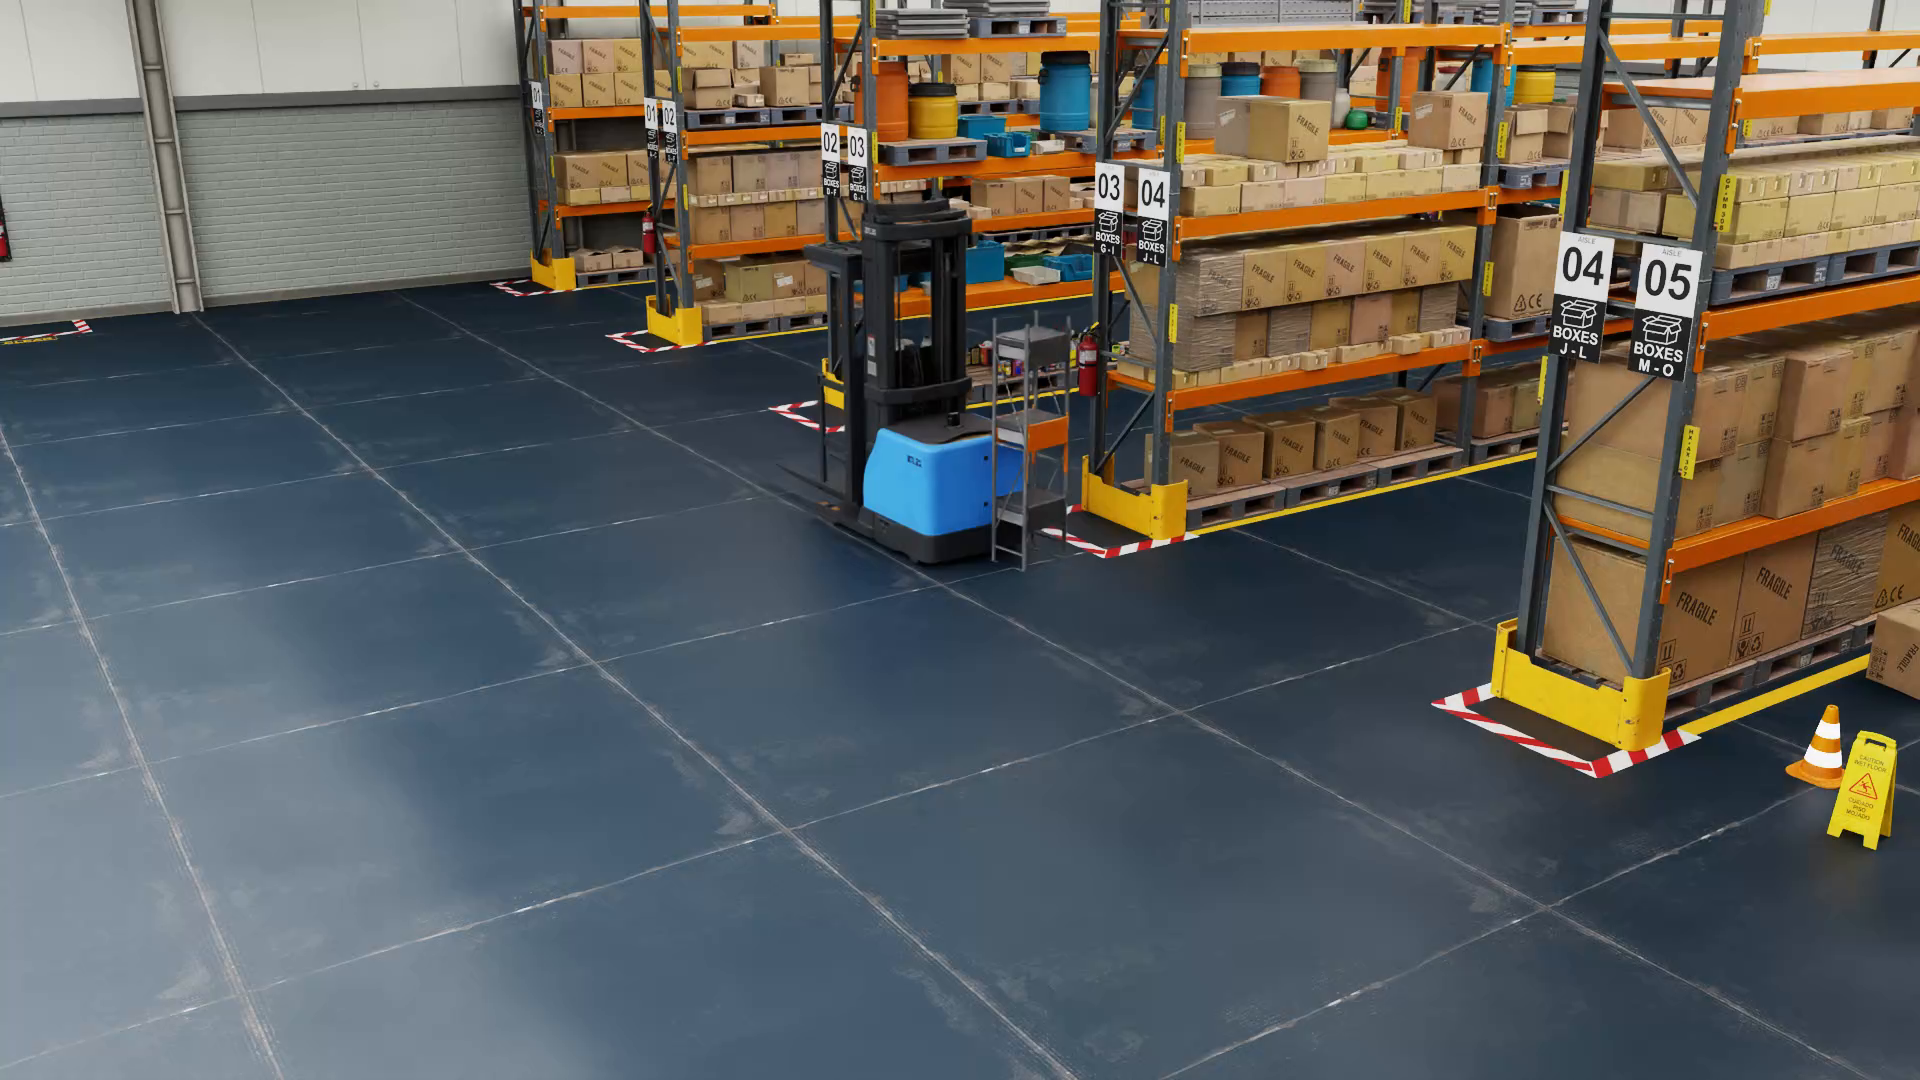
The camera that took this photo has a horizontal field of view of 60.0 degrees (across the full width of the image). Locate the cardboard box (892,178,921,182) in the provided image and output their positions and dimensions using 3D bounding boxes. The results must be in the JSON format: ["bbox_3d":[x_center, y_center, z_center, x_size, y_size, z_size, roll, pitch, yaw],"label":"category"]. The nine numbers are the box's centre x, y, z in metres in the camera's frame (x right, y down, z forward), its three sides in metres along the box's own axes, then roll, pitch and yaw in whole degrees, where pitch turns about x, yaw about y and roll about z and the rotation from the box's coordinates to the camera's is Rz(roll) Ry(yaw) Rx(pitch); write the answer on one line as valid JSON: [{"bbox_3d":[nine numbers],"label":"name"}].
[{"bbox_3d":[-0.956,-5.521,24.209,0.500,0.500,0.700,-12,22,-31],"label":"cardboard box"}]

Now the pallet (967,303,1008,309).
[{"bbox_3d":[0.005,-3.758,25.531,1.213,0.211,1.003,-12,22,-31],"label":"pallet"}]

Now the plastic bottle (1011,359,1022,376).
[{"bbox_3d":[0.677,-2.101,19.831,0.133,0.283,0.061,-11,22,-31],"label":"plastic bottle"}]

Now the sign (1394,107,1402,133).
[{"bbox_3d":[5.782,-5.543,21.937,0.005,0.325,0.100,-12,22,-31],"label":"sign"}]

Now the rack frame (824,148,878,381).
[{"bbox_3d":[-1.208,-2.909,18.664,0.127,3.000,1.000,-12,22,-31],"label":"rack frame"}]

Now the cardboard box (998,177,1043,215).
[{"bbox_3d":[0.920,-5.298,25.576,0.500,0.500,0.500,-12,22,-31],"label":"cardboard box"}]

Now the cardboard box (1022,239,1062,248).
[{"bbox_3d":[1.292,-4.608,26.452,0.500,0.311,0.500,-13,22,-33],"label":"cardboard box"}]

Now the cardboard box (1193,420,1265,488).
[{"bbox_3d":[2.527,-0.818,15.729,0.500,0.500,0.500,-6,20,-17],"label":"cardboard box"}]

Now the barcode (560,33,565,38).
[{"bbox_3d":[-6.339,-8.043,26.516,0.075,0.075,0.001,-12,22,-31],"label":"barcode"}]

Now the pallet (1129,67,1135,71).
[{"bbox_3d":[4.054,-9.192,32.707,1.213,0.211,1.003,-12,22,-31],"label":"pallet"}]

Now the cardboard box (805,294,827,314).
[{"bbox_3d":[-2.105,-3.429,23.842,0.500,0.250,0.500,-12,22,-31],"label":"cardboard box"}]

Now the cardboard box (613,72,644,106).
[{"bbox_3d":[-5.340,-7.206,26.505,0.500,0.500,0.500,-11,21,-29],"label":"cardboard box"}]

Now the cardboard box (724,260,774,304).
[{"bbox_3d":[-2.943,-3.609,23.204,0.500,0.500,0.500,-12,22,-31],"label":"cardboard box"}]

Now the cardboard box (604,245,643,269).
[{"bbox_3d":[-5.553,-4.691,27.449,0.500,0.311,0.500,-10,21,-27],"label":"cardboard box"}]

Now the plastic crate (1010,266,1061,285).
[{"bbox_3d":[0.916,-3.134,19.744,0.437,0.136,0.530,-12,22,-31],"label":"plastic crate"}]

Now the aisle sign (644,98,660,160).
[{"bbox_3d":[-4.146,-5.533,22.367,0.004,0.787,0.394,-12,22,-31],"label":"aisle sign"}]

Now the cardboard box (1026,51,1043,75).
[{"bbox_3d":[1.281,-8.946,30.998,0.500,0.500,0.700,-11,21,-29],"label":"cardboard box"}]

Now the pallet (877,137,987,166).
[{"bbox_3d":[-0.463,-4.360,18.568,1.213,0.211,1.003,-12,22,-31],"label":"pallet"}]

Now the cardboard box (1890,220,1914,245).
[{"bbox_3d":[6.098,-2.073,11.091,0.250,0.149,0.380,-12,22,-32],"label":"cardboard box"}]

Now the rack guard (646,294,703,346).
[{"bbox_3d":[-3.949,-3.046,22.973,0.348,0.500,1.175,-12,22,-31],"label":"rack guard"}]

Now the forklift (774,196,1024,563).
[{"bbox_3d":[-0.687,-1.604,14.912,1.130,2.935,3.031,-12,22,-33],"label":"forklift"}]

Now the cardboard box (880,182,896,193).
[{"bbox_3d":[-1.123,-5.098,23.973,0.250,0.149,0.380,-13,22,-33],"label":"cardboard box"}]

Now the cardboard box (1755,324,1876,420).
[{"bbox_3d":[5.813,-1.189,11.657,0.500,0.550,0.875,-12,22,-31],"label":"cardboard box"}]

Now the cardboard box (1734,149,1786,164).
[{"bbox_3d":[5.316,-2.539,11.224,0.250,0.149,0.380,-12,22,-32],"label":"cardboard box"}]

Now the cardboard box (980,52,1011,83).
[{"bbox_3d":[0.411,-7.047,24.631,0.500,0.500,0.500,-10,21,-26],"label":"cardboard box"}]

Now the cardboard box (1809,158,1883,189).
[{"bbox_3d":[5.675,-2.362,10.701,0.250,0.149,0.380,-12,22,-32],"label":"cardboard box"}]

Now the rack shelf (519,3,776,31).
[{"bbox_3d":[-4.987,-8.410,26.700,4.000,0.370,1.077,-12,22,-31],"label":"rack shelf"}]

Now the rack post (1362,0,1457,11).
[{"bbox_3d":[6.056,-7.262,22.294,0.937,0.300,0.954,-12,22,-31],"label":"rack post"}]

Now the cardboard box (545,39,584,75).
[{"bbox_3d":[-6.202,-7.513,25.852,0.500,0.500,0.500,-14,23,-35],"label":"cardboard box"}]

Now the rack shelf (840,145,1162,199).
[{"bbox_3d":[0.462,-4.341,19.341,4.000,0.370,1.077,-12,22,-31],"label":"rack shelf"}]

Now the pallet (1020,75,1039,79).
[{"bbox_3d":[1.465,-8.624,31.183,1.213,0.211,1.003,-11,21,-29],"label":"pallet"}]

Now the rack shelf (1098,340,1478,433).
[{"bbox_3d":[3.186,-1.595,15.903,4.000,0.370,1.077,-12,22,-31],"label":"rack shelf"}]

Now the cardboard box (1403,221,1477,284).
[{"bbox_3d":[4.632,-2.797,16.154,0.500,0.500,0.500,-12,22,-31],"label":"cardboard box"}]

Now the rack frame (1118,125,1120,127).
[{"bbox_3d":[2.752,-5.643,26.753,0.127,3.000,1.000,-12,22,-31],"label":"rack frame"}]

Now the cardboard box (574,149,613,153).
[{"bbox_3d":[-5.954,-6.078,27.072,0.500,0.500,0.500,-12,22,-31],"label":"cardboard box"}]

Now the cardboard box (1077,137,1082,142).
[{"bbox_3d":[2.273,-7.542,31.719,0.500,0.500,0.500,-12,22,-31],"label":"cardboard box"}]

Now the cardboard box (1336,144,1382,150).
[{"bbox_3d":[3.811,-3.690,15.905,0.250,0.149,0.380,-11,22,-30],"label":"cardboard box"}]

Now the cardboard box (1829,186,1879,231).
[{"bbox_3d":[5.548,-2.172,10.759,0.500,0.250,0.500,-12,22,-32],"label":"cardboard box"}]

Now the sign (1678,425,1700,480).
[{"bbox_3d":[4.460,-0.537,10.175,0.005,0.325,0.100,-12,22,-31],"label":"sign"}]

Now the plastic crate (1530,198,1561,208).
[{"bbox_3d":[9.016,-5.217,25.423,0.575,0.384,0.392,-12,22,-31],"label":"plastic crate"}]

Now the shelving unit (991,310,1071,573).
[{"bbox_3d":[0.589,-0.822,13.897,0.503,2.100,0.431,-17,25,-41],"label":"shelving unit"}]

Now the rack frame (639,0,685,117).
[{"bbox_3d":[-3.929,-7.076,21.625,0.127,3.000,1.000,-12,22,-31],"label":"rack frame"}]

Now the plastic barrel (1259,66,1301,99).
[{"bbox_3d":[4.122,-5.740,21.686,0.708,0.830,0.600,-12,22,-31],"label":"plastic barrel"}]

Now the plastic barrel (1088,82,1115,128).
[{"bbox_3d":[1.665,-5.263,20.114,0.421,0.512,0.421,0,19,0],"label":"plastic barrel"}]

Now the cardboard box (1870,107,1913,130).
[{"bbox_3d":[11.059,-5.260,20.124,0.500,0.500,0.700,-11,22,-30],"label":"cardboard box"}]

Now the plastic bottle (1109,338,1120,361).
[{"bbox_3d":[1.912,-2.362,20.601,0.133,0.283,0.061,-11,21,-29],"label":"plastic bottle"}]

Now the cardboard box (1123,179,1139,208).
[{"bbox_3d":[1.779,-3.087,14.741,0.500,0.250,0.500,-11,22,-30],"label":"cardboard box"}]

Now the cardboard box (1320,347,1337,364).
[{"bbox_3d":[3.327,-1.769,15.686,0.250,0.149,0.380,-12,22,-31],"label":"cardboard box"}]

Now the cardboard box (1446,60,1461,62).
[{"bbox_3d":[8.549,-8.834,29.791,0.500,0.500,0.700,-12,22,-31],"label":"cardboard box"}]

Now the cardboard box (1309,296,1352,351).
[{"bbox_3d":[3.207,-2.143,15.780,0.500,0.500,0.875,-12,22,-31],"label":"cardboard box"}]

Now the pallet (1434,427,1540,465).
[{"bbox_3d":[5.506,-1.105,17.683,1.213,0.211,1.003,-12,22,-31],"label":"pallet"}]

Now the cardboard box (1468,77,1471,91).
[{"bbox_3d":[9.149,-8.241,29.989,0.500,0.250,0.500,-12,22,-31],"label":"cardboard box"}]

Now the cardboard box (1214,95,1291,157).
[{"bbox_3d":[2.671,-3.770,15.129,0.500,0.500,0.500,-12,22,-31],"label":"cardboard box"}]

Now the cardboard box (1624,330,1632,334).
[{"bbox_3d":[7.654,-2.246,18.751,0.500,0.250,0.500,-11,22,-29],"label":"cardboard box"}]

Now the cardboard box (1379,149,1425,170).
[{"bbox_3d":[4.092,-3.547,15.481,0.250,0.149,0.380,-13,22,-33],"label":"cardboard box"}]
